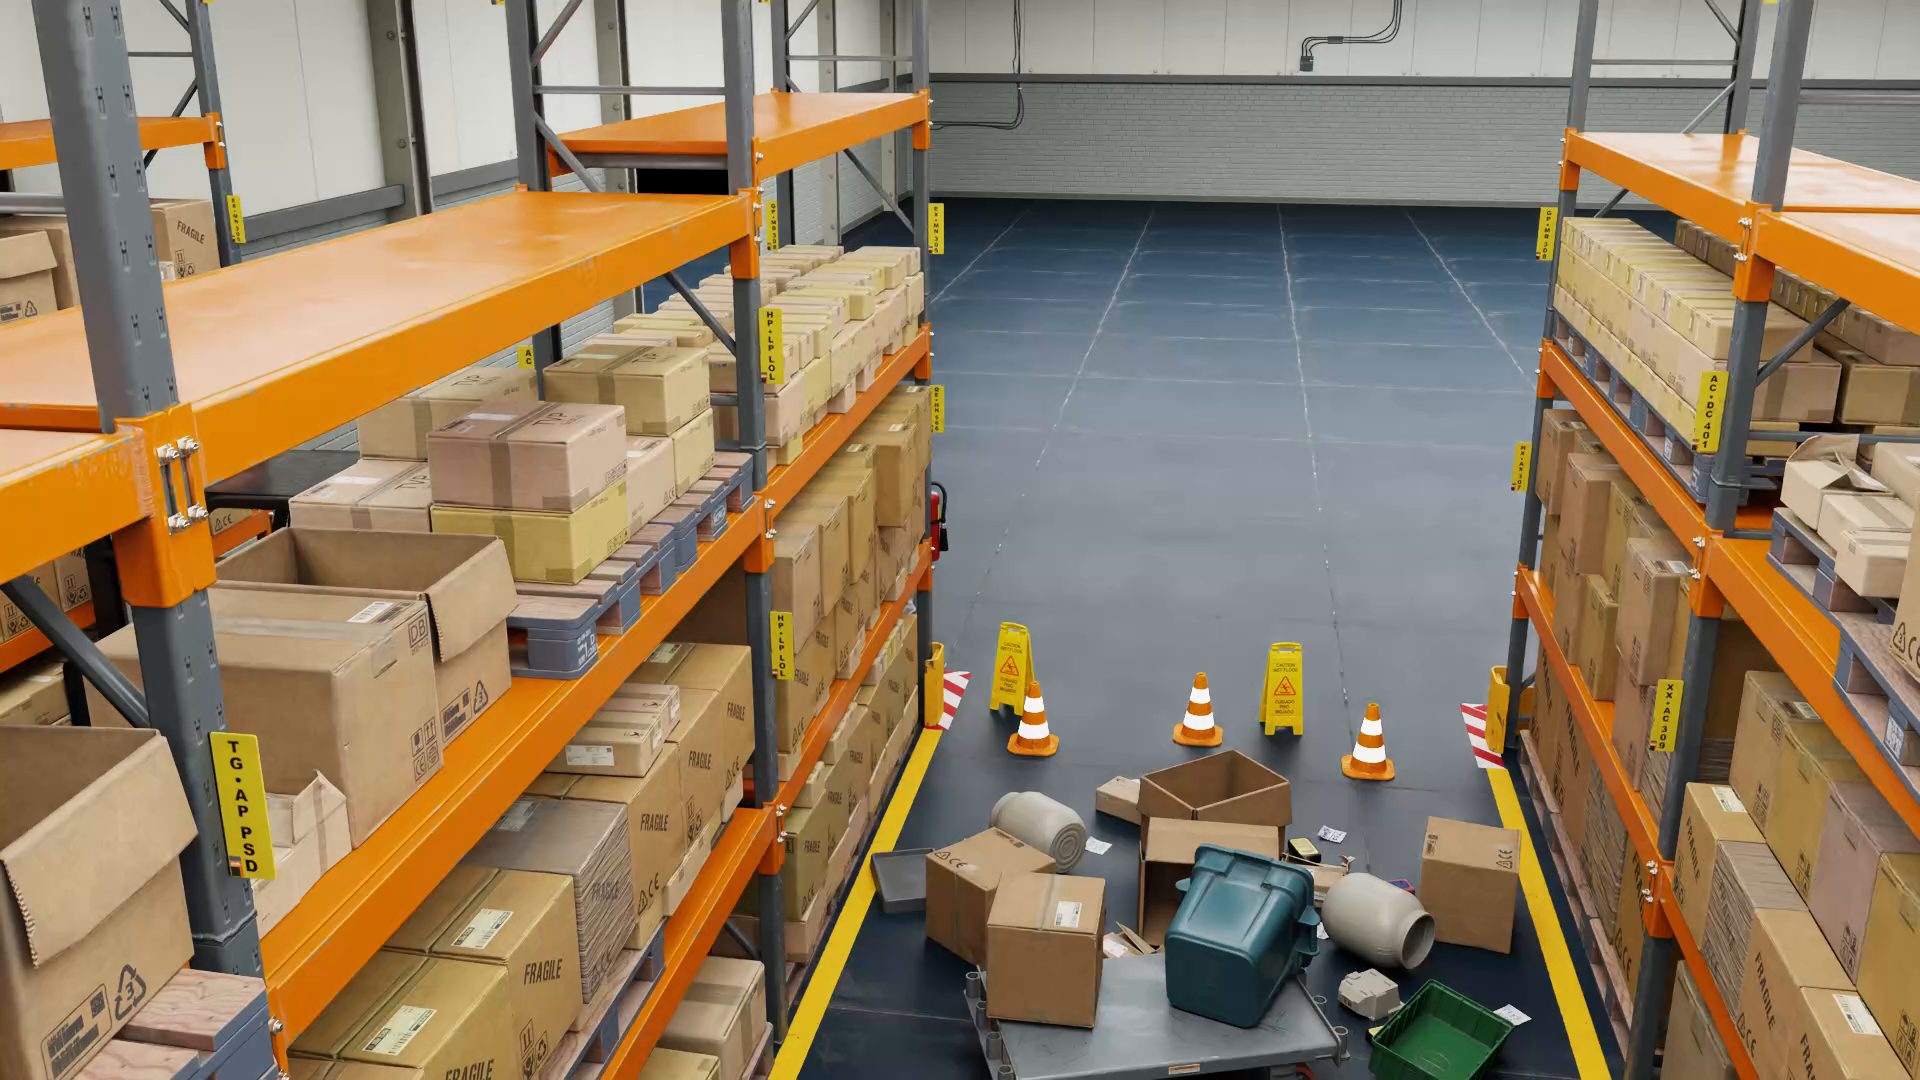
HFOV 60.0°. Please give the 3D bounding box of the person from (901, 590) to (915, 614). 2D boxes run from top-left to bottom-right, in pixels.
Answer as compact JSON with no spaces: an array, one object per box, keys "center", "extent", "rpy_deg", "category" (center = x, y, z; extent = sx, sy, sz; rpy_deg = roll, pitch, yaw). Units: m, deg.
[{"center":[-0.587,0.052,13.815],"extent":[0.509,1.101,0.820],"rpy_deg":[3,18,9],"category":"person"}]
